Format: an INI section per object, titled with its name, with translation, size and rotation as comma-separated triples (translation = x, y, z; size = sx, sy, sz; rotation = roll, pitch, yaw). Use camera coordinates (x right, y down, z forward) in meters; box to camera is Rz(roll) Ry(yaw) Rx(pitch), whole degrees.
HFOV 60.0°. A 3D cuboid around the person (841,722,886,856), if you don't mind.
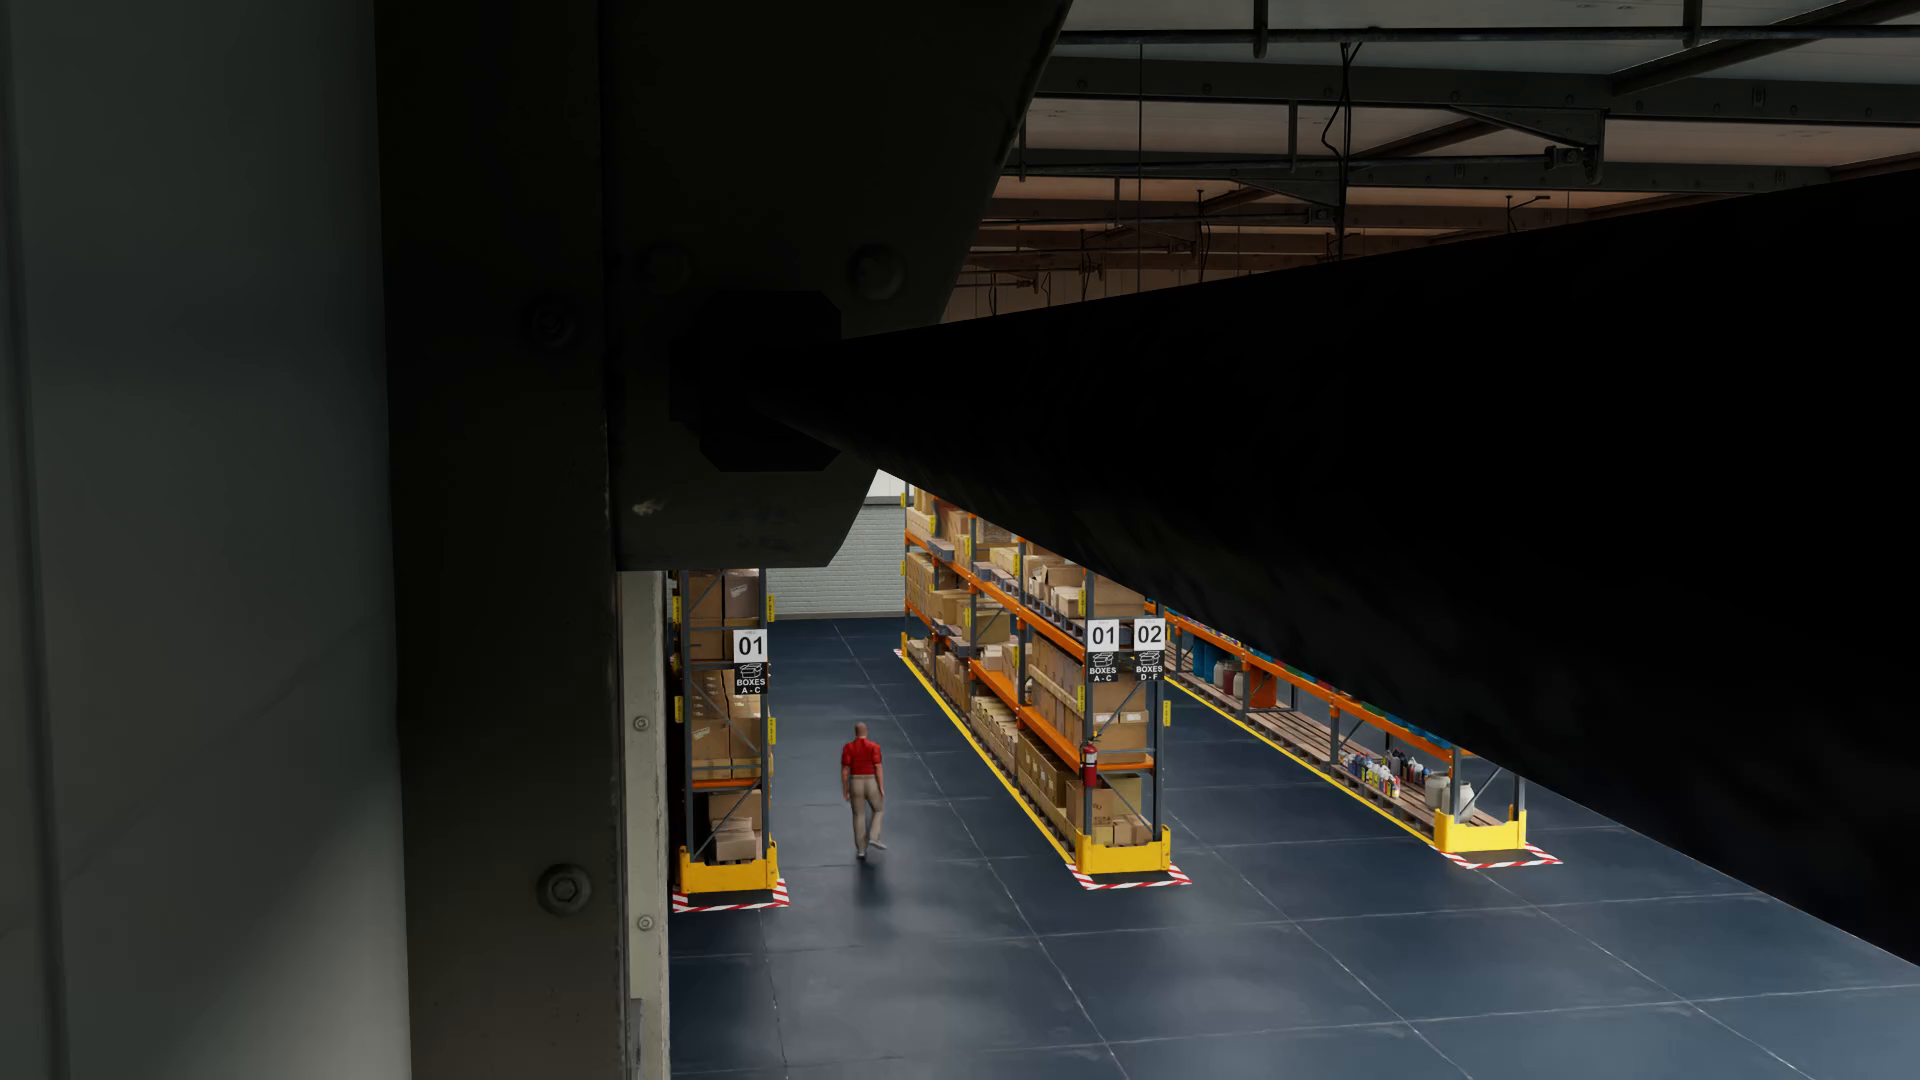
[person]
translation = -1.250, 3.229, 21.614
size = 0.586, 1.714, 0.479
rotation = 0, 6, 3
